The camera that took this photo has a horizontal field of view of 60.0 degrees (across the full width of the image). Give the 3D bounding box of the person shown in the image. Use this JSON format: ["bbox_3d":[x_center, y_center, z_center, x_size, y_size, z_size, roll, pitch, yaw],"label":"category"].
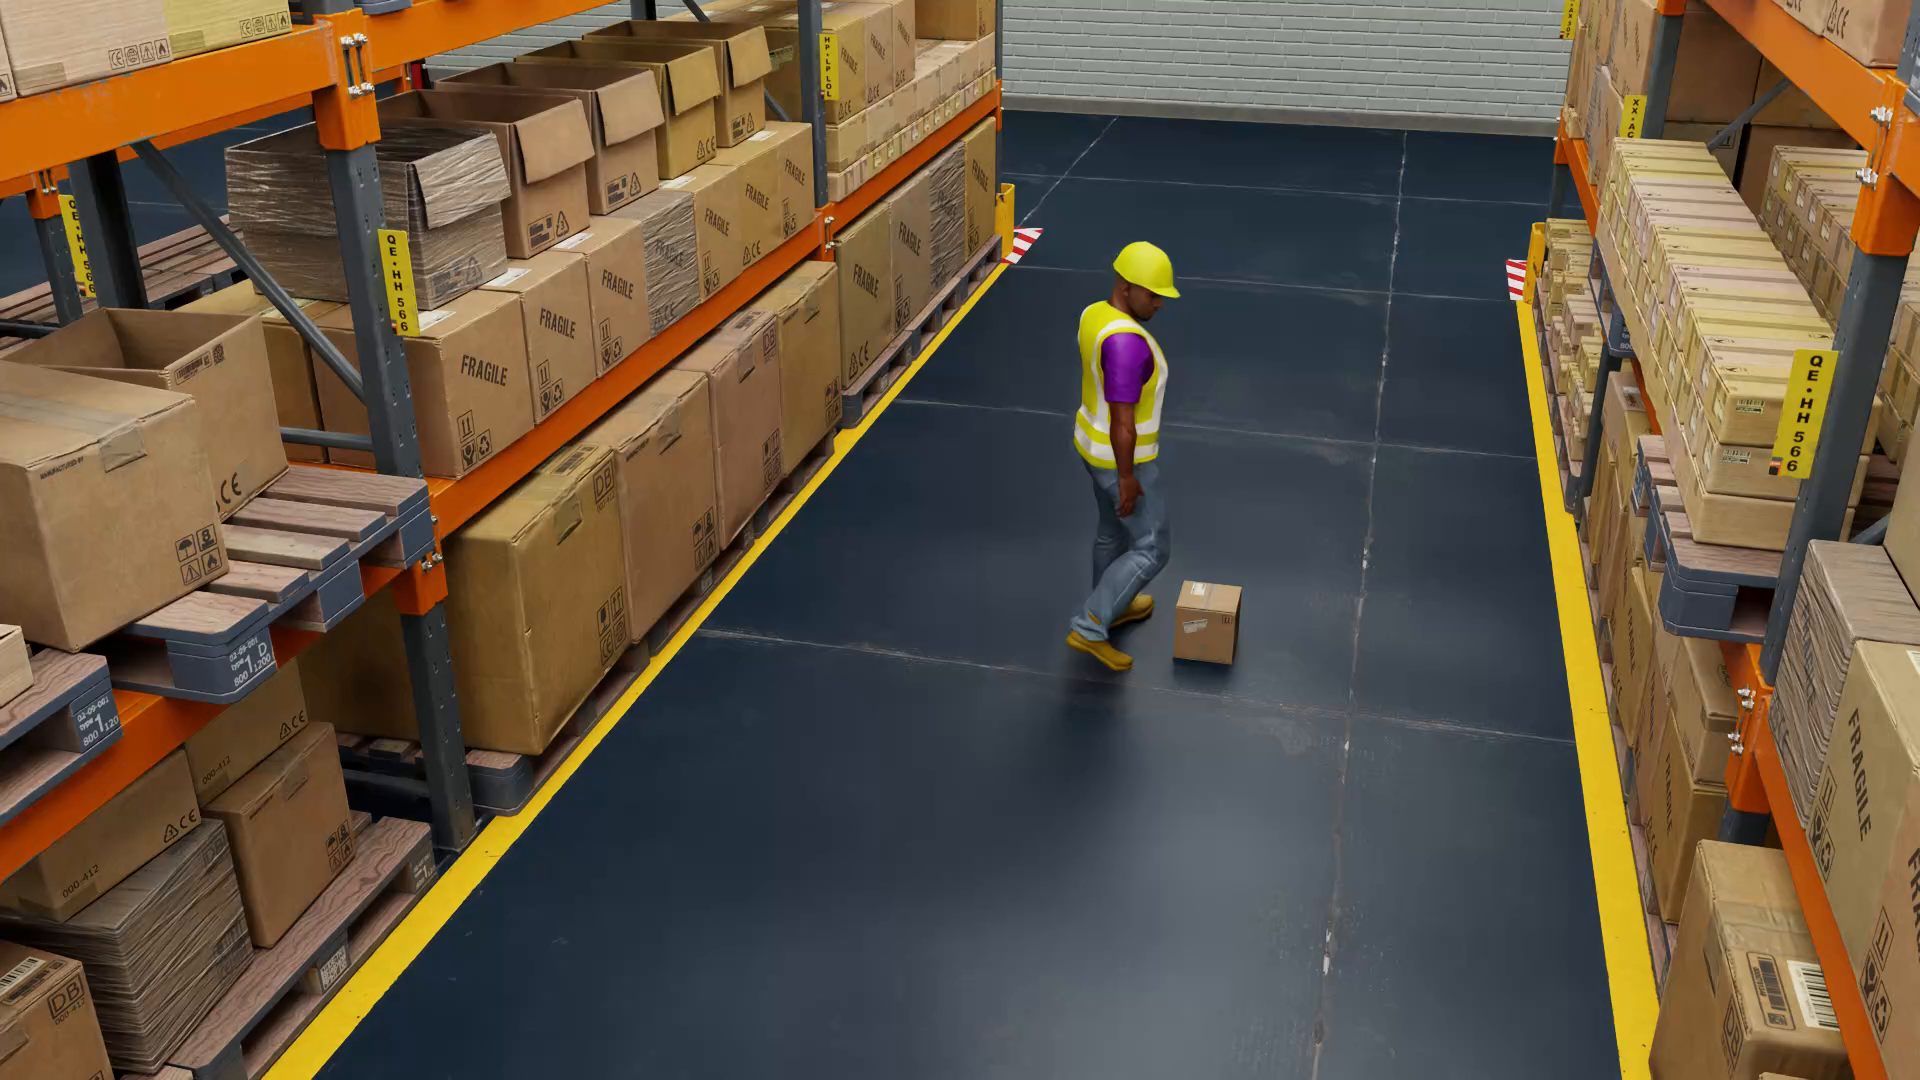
[{"bbox_3d":[0.655,-0.359,6.831,0.544,1.765,0.661,-5,26,-11],"label":"person"}]
